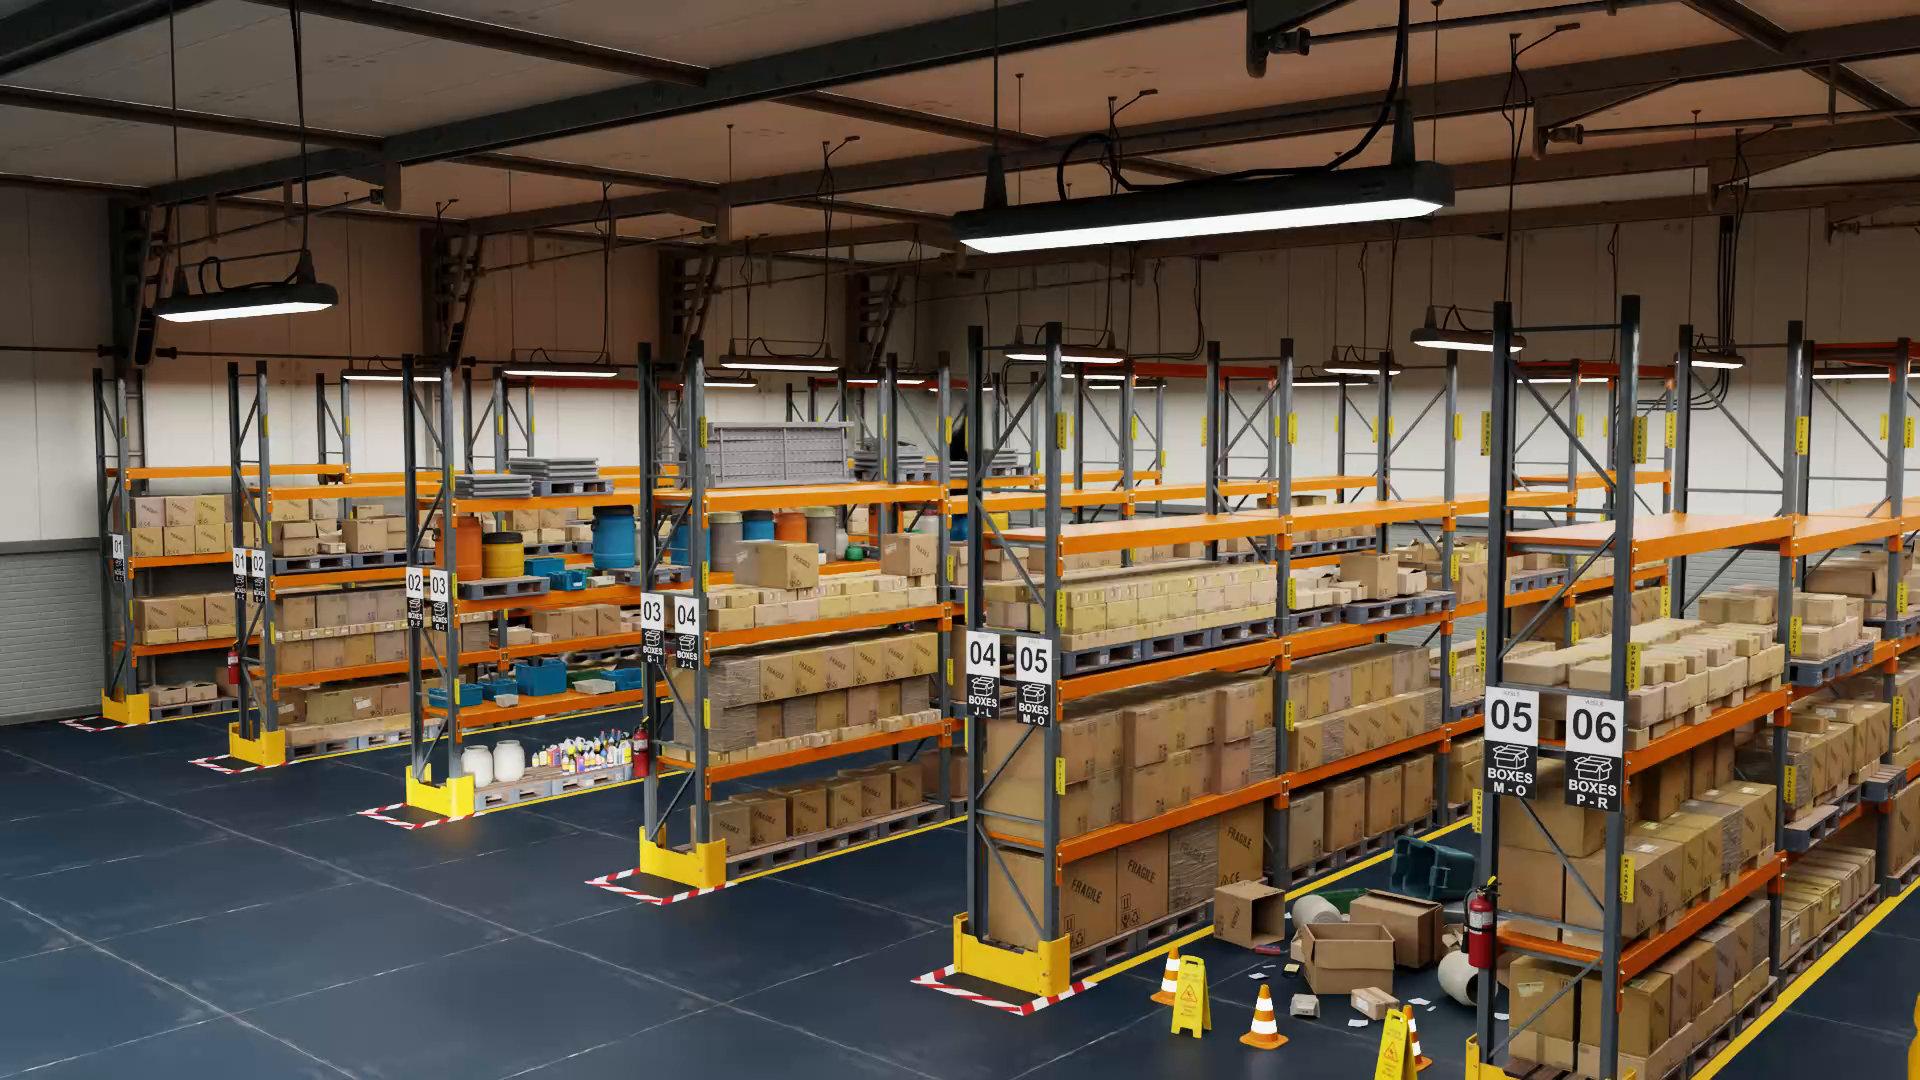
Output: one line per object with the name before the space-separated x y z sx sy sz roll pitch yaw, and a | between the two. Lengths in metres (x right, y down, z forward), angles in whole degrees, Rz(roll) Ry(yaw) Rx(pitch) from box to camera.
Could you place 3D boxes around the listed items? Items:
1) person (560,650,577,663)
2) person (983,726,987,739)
person | -7.333 2.069 31.012 0.597 1.635 0.552 3 5 38
person | 0.449 2.554 25.332 0.960 1.598 0.614 -4 6 -41
